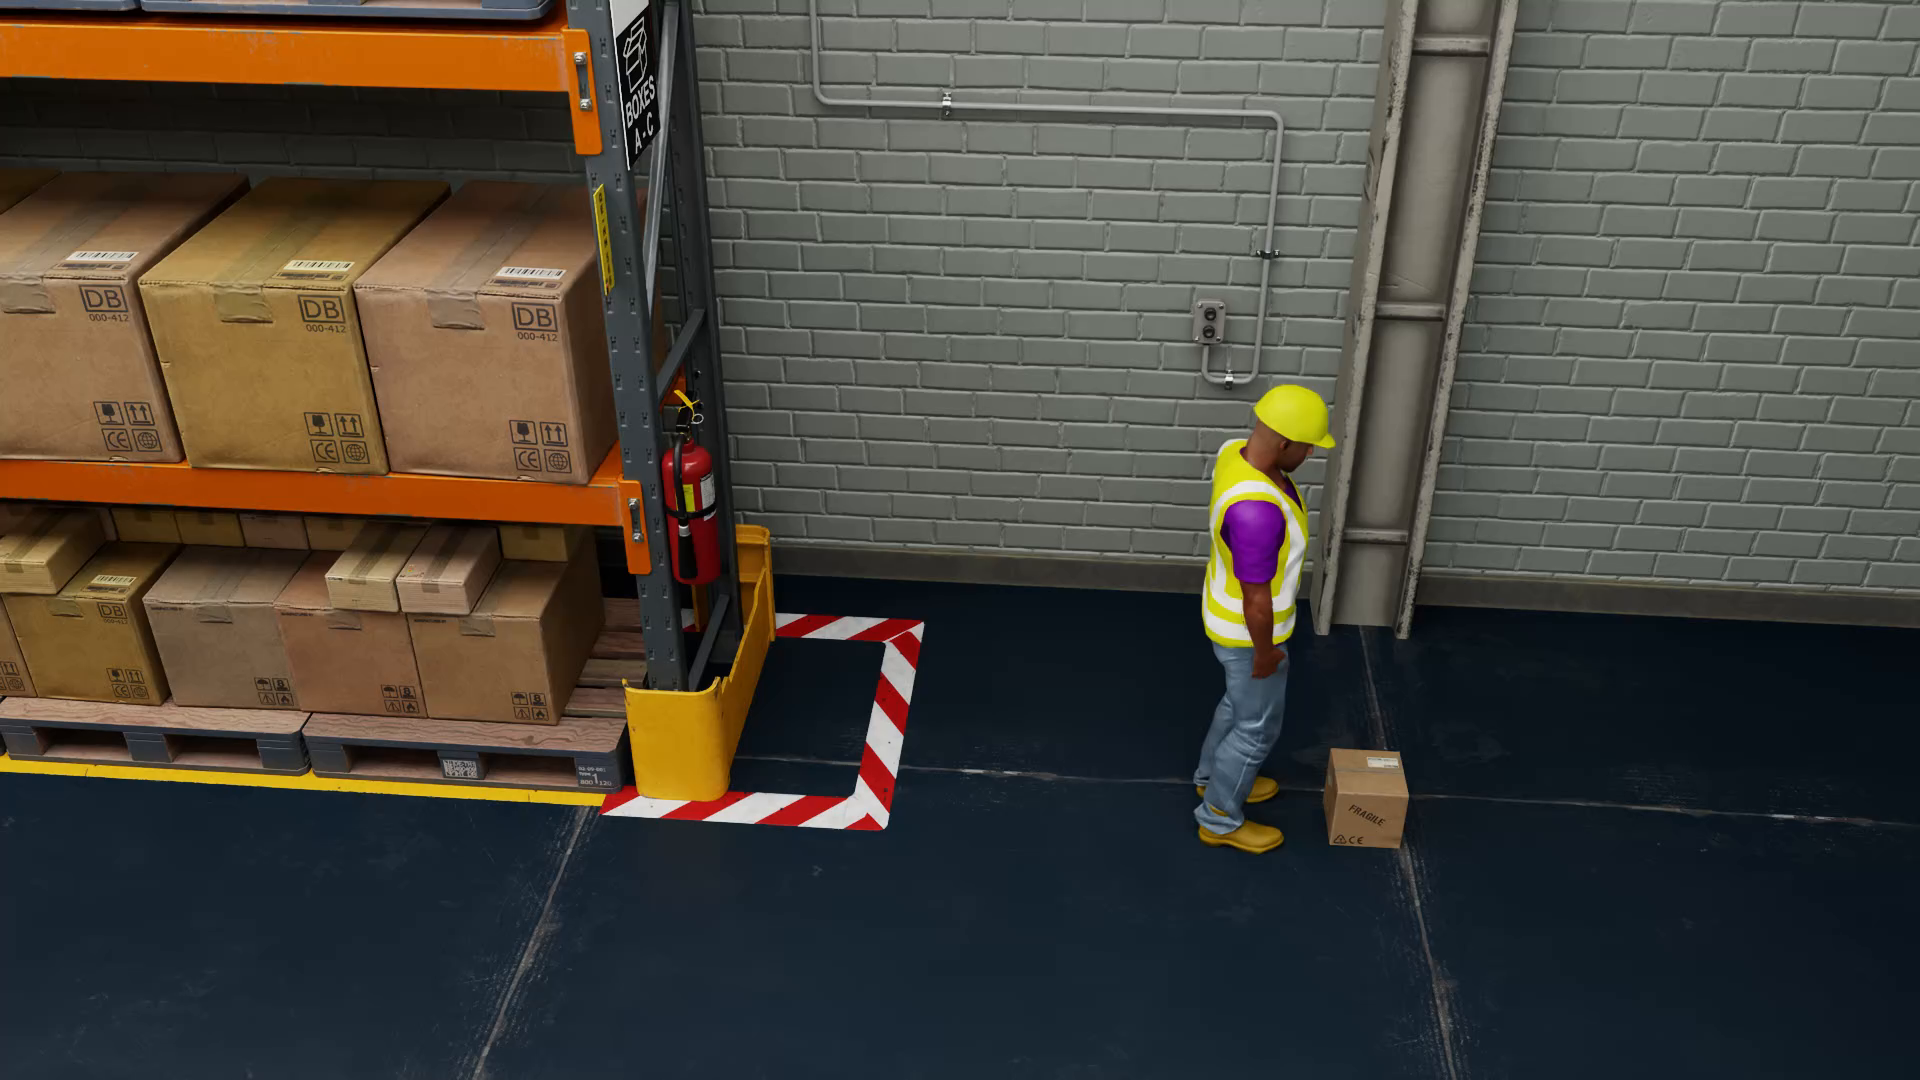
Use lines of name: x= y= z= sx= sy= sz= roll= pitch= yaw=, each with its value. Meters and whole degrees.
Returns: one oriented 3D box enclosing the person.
person: x=1.013 y=0.261 z=5.707 sx=0.384 sy=1.754 sz=0.573 roll=3 pitch=32 yaw=5
